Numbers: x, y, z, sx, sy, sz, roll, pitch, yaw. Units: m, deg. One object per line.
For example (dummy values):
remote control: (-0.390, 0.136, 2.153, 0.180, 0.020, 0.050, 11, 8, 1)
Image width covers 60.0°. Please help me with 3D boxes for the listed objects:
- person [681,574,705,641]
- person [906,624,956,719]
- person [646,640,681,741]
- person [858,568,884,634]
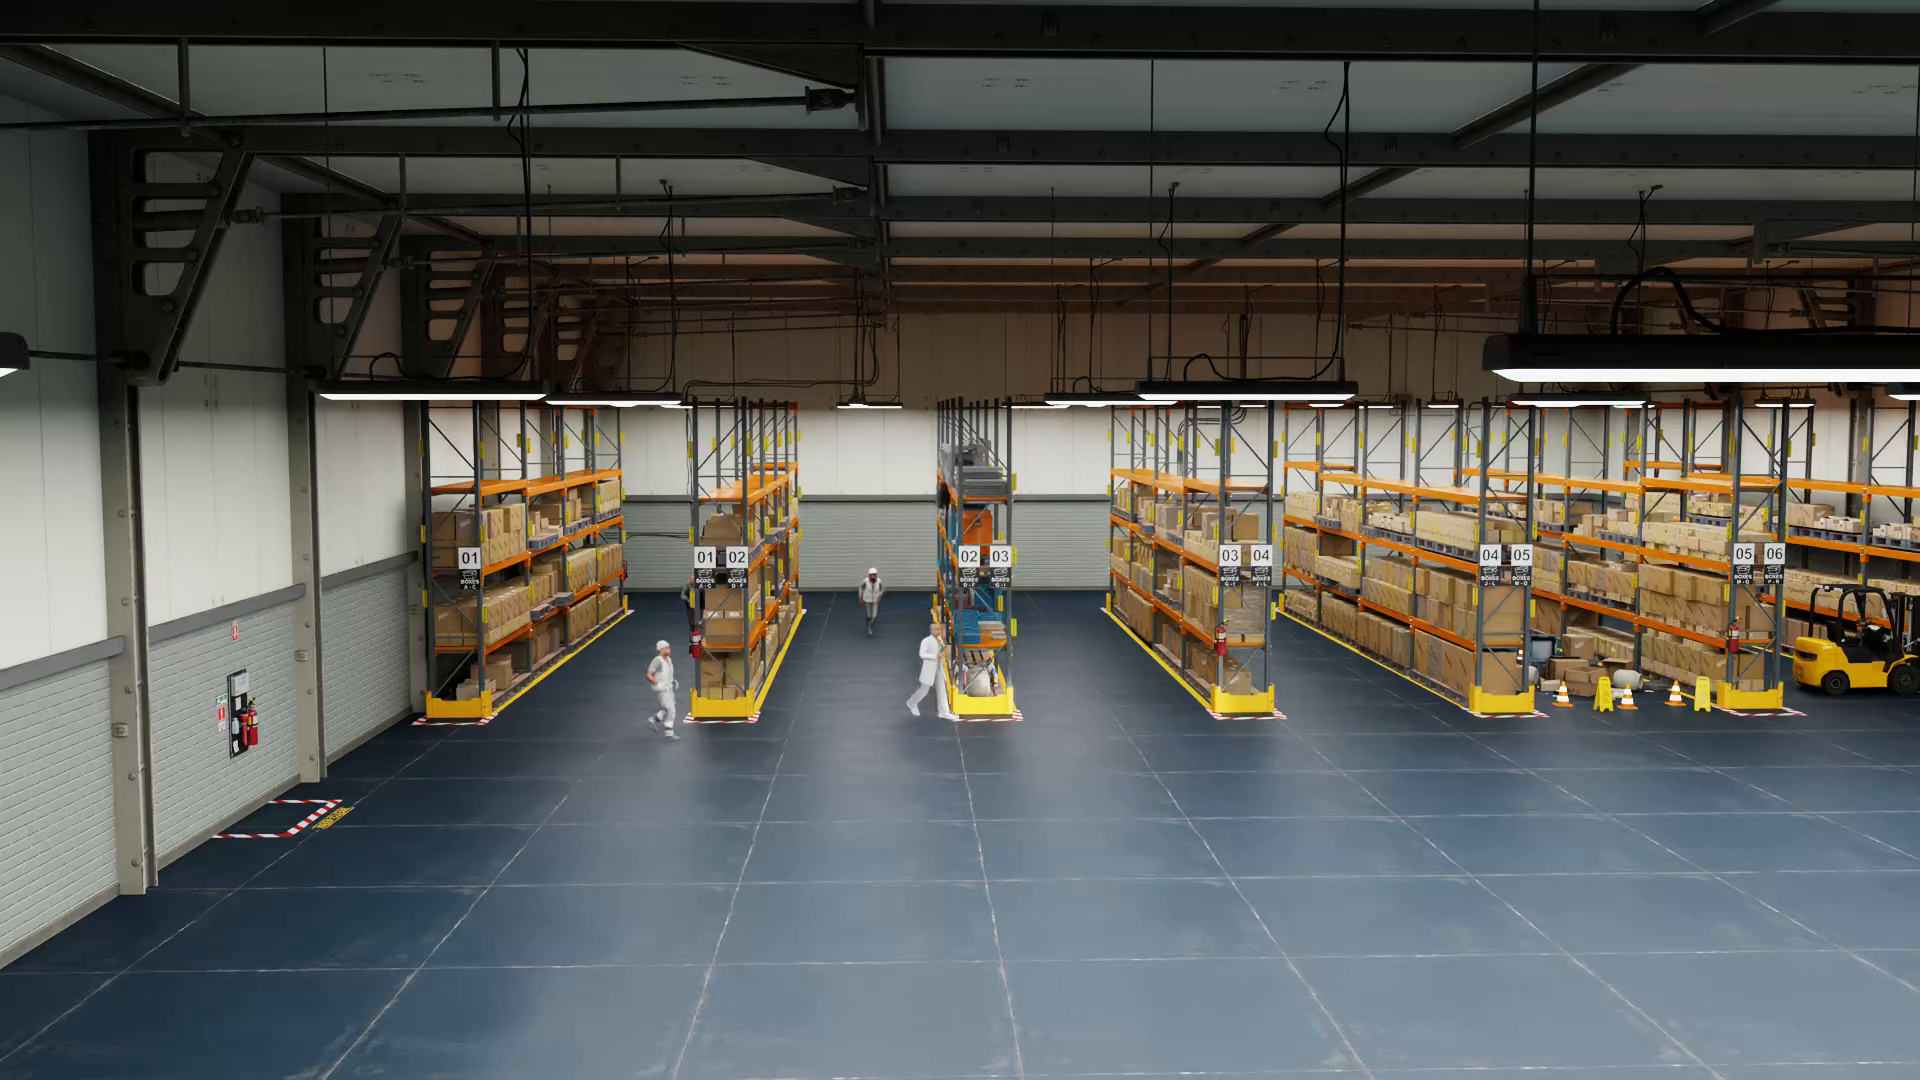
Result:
person: (-6.527, 1.720, 40.780, 0.602, 1.775, 0.833, 0, 4, 4)
person: (-0.532, 2.420, 30.872, 1.107, 1.756, 0.712, 4, 6, 41)
person: (-5.217, 2.619, 28.918, 0.697, 1.758, 0.698, 1, 5, 18)
person: (-2.284, 1.565, 42.902, 0.654, 1.710, 0.680, -1, 5, -16)
